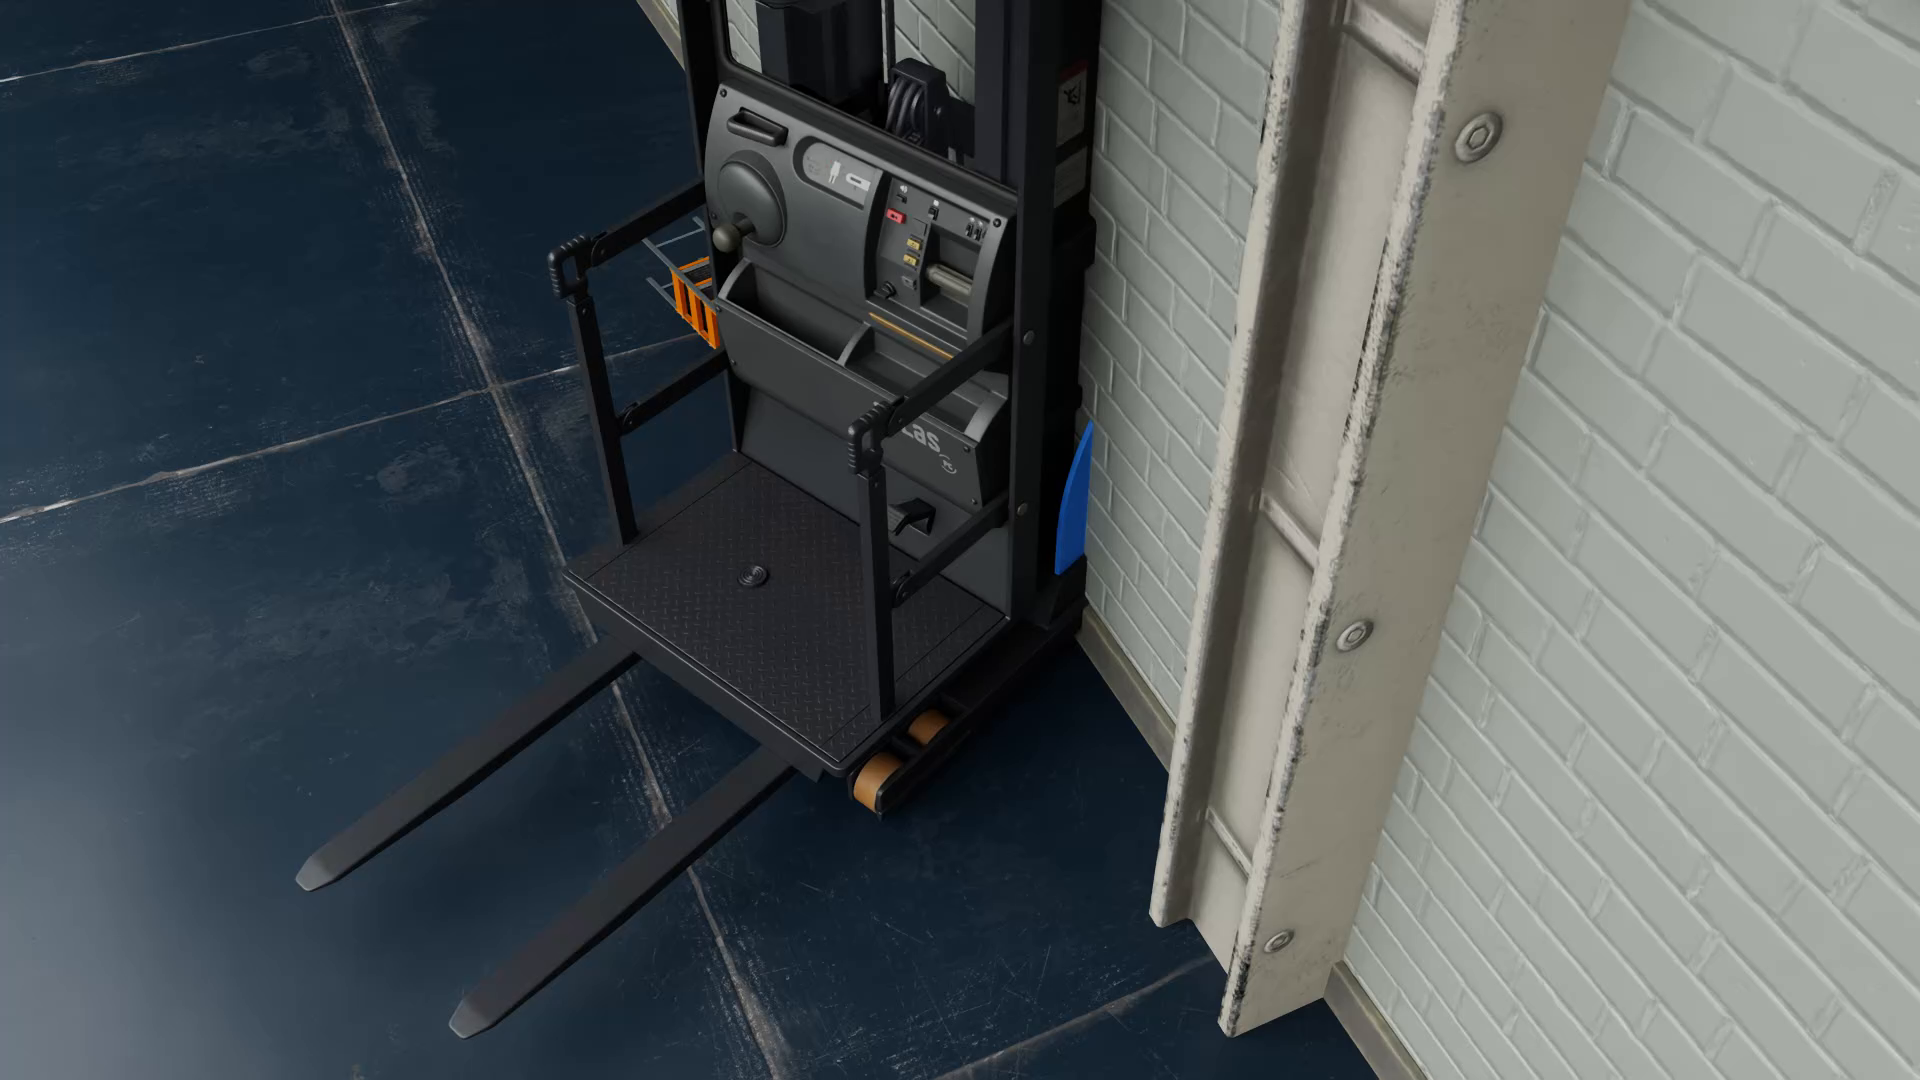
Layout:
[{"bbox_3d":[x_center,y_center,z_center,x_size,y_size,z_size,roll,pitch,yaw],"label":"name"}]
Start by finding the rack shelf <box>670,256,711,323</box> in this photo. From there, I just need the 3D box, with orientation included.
[{"bbox_3d":[-0.913,-0.930,6.054,0.258,0.180,0.103,-27,51,-24],"label":"rack shelf"}]

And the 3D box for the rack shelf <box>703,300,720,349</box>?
[{"bbox_3d":[-0.773,-0.793,5.915,0.258,0.180,0.103,-27,51,-24],"label":"rack shelf"}]

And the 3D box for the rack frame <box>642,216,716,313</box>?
[{"bbox_3d":[-0.729,-0.815,5.807,0.240,0.006,1.200,-27,51,-24],"label":"rack frame"}]

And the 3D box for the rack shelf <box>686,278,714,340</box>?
[{"bbox_3d":[-0.843,-0.861,5.985,0.258,0.180,0.103,-27,51,-24],"label":"rack shelf"}]

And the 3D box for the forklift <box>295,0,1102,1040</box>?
[{"bbox_3d":[-0.404,-0.710,3.883,1.130,2.935,3.031,31,52,27],"label":"forklift"}]

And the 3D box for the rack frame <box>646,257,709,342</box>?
[{"bbox_3d":[-0.729,-0.684,5.936,0.240,0.006,1.200,-27,51,-24],"label":"rack frame"}]

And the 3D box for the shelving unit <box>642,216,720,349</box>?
[{"bbox_3d":[-0.729,-0.749,5.872,0.258,0.189,1.200,-27,51,-24],"label":"shelving unit"}]
